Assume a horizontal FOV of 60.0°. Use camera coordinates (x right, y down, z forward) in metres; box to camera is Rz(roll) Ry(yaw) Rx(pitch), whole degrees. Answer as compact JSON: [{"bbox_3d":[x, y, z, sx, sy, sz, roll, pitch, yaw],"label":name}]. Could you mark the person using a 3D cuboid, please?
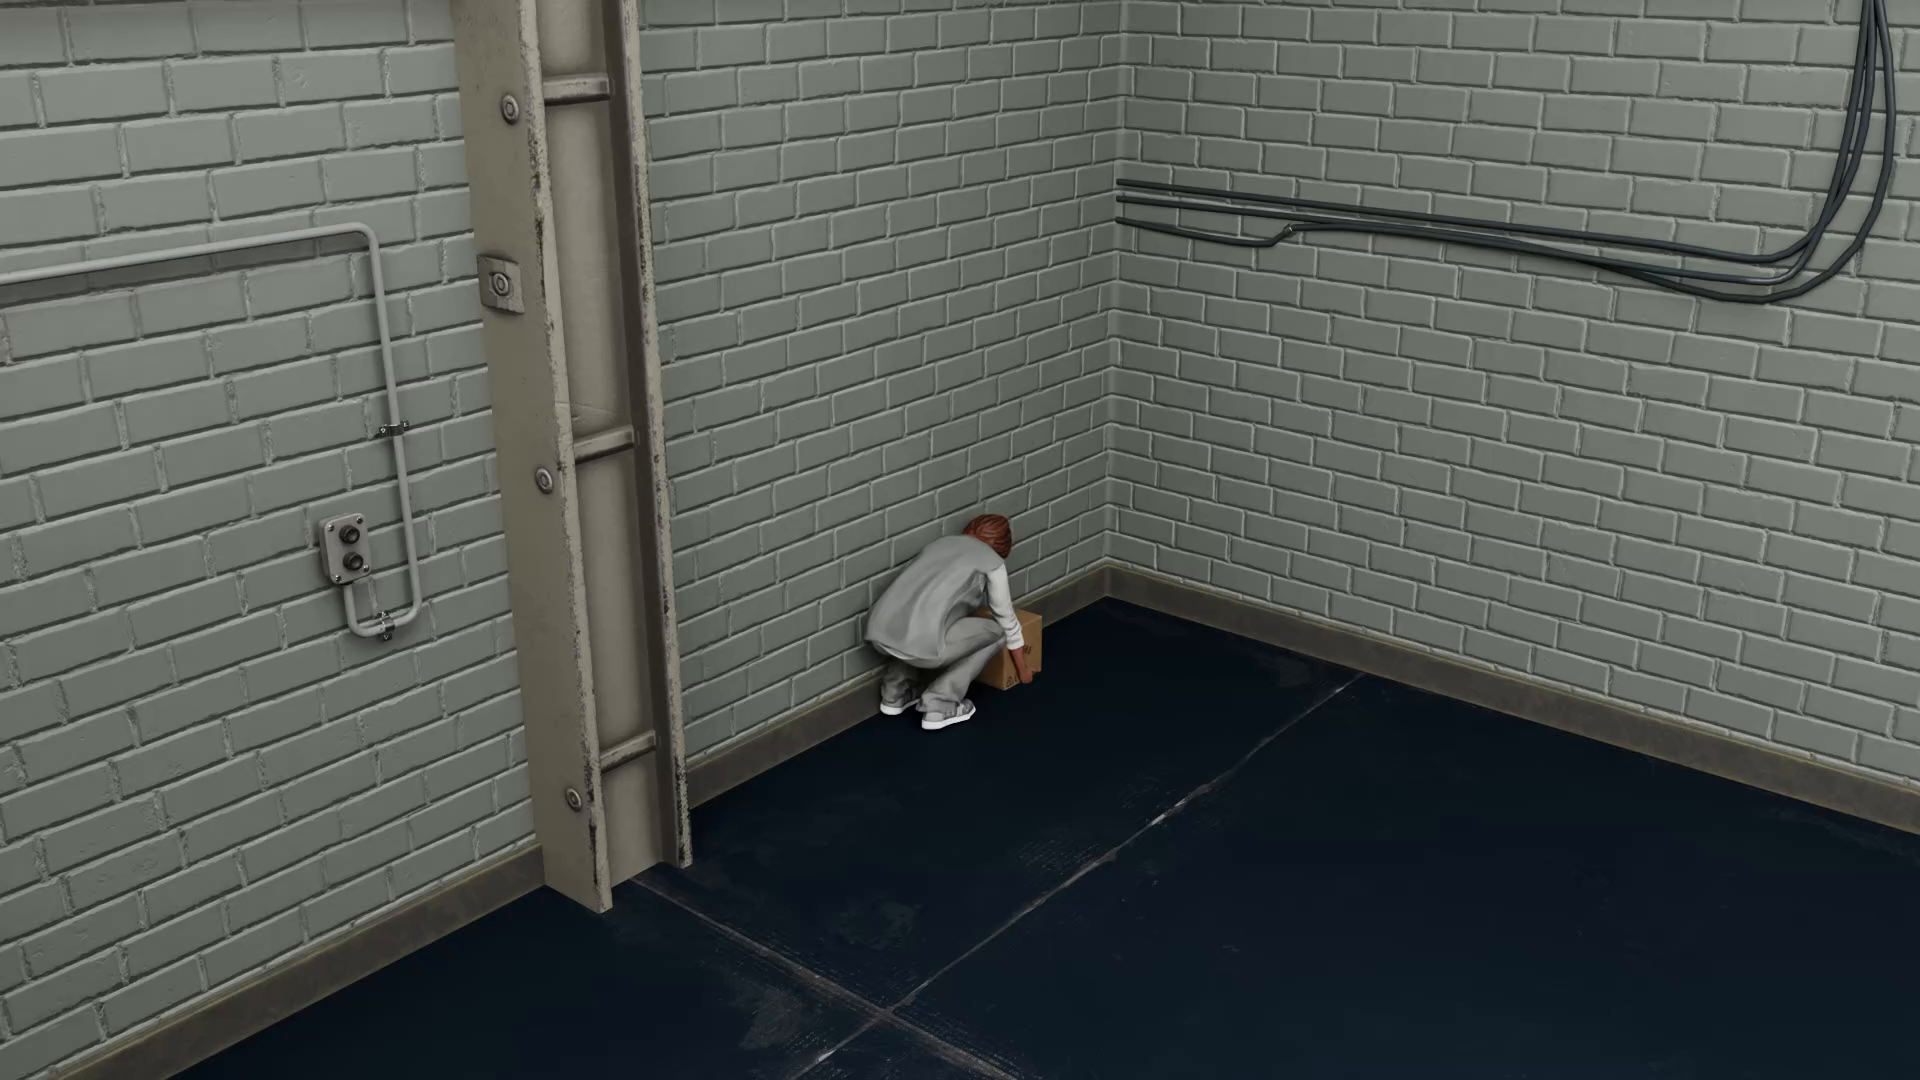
[{"bbox_3d":[-0.045,0.348,6.547,0.433,0.753,0.840,16,26,36],"label":"person"}]
